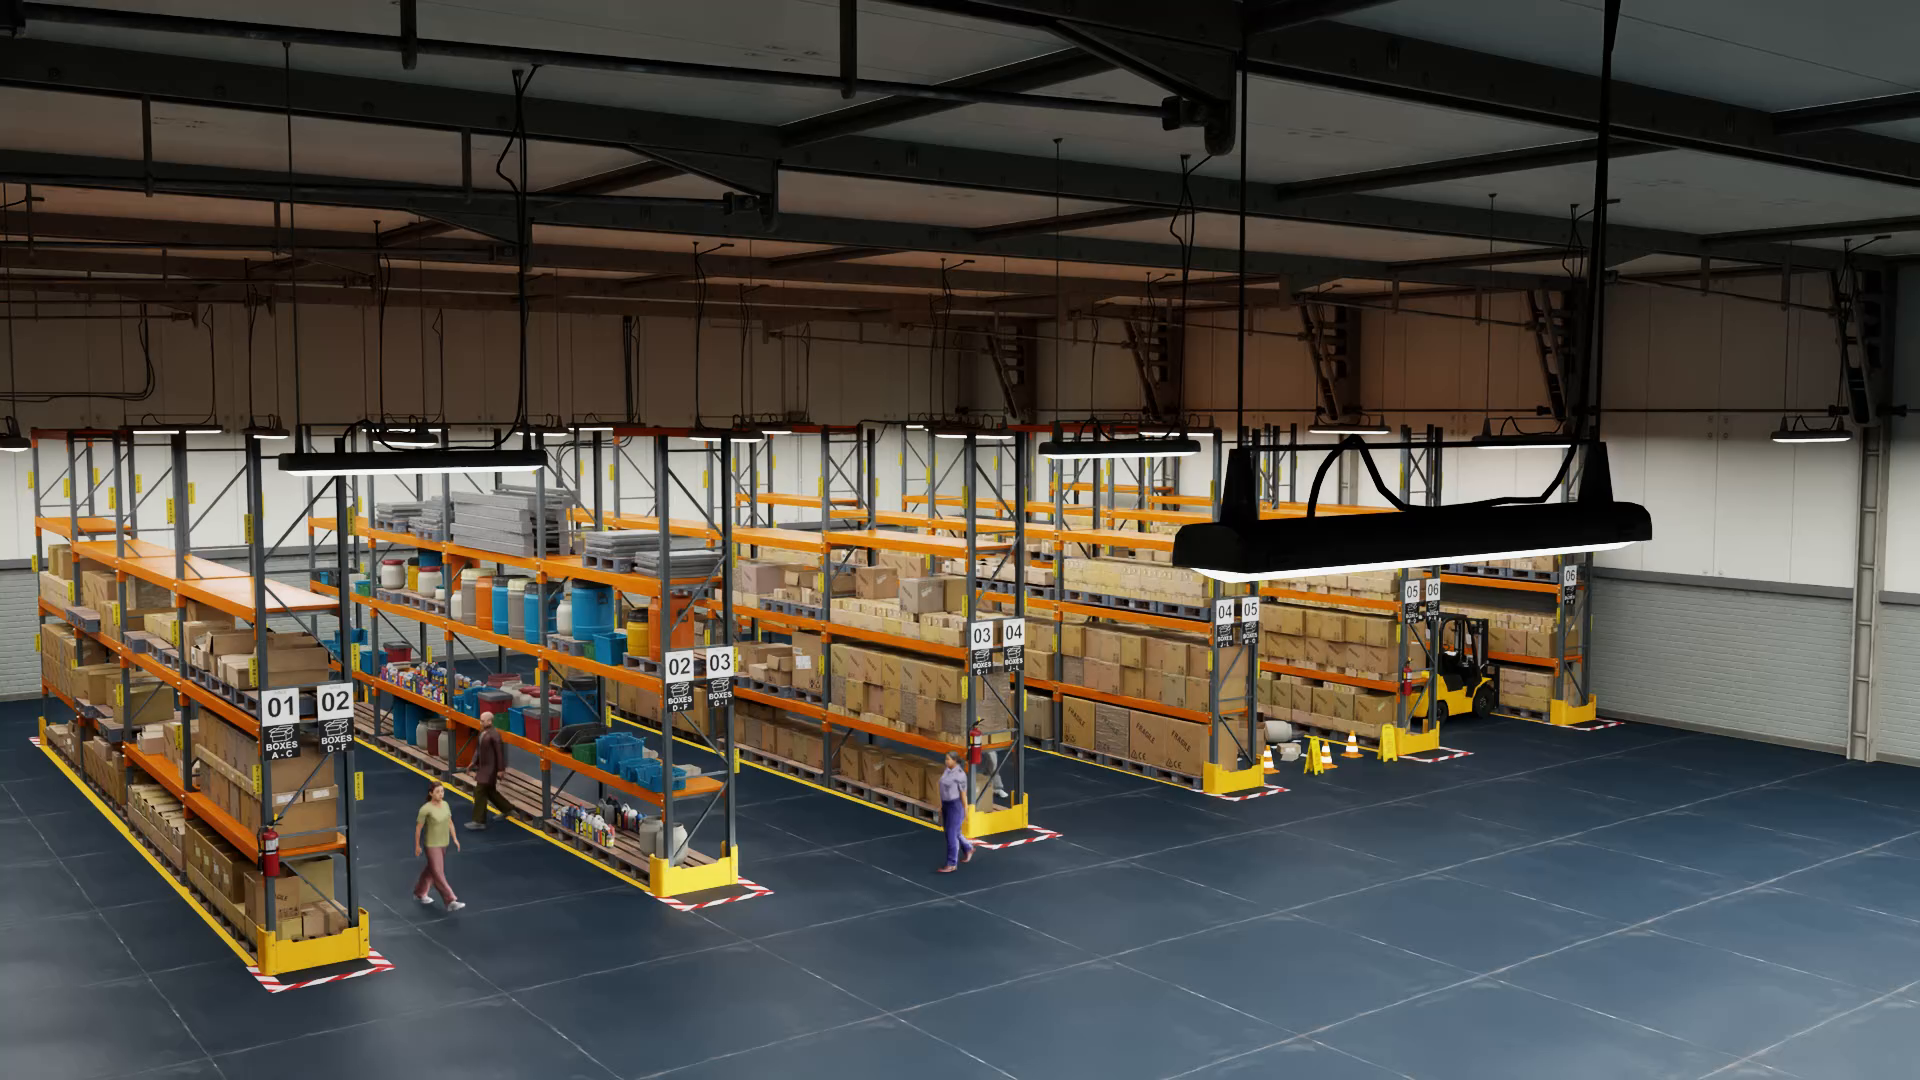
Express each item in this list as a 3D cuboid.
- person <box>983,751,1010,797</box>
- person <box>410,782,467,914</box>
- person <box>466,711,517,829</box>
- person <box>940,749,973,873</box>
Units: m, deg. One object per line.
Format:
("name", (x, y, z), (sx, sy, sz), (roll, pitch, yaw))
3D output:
("person", (0.560, 3.370, 27.469), (0.741, 1.651, 0.466), (3, 5, 31))
("person", (-6.579, 3.855, 21.004), (1.056, 1.602, 0.506), (1, 5, 18))
("person", (-7.164, 3.477, 25.323), (0.757, 1.754, 0.633), (-2, 5, -20))
("person", (-0.048, 3.704, 22.942), (0.591, 1.655, 0.499), (-2, 5, -19))
